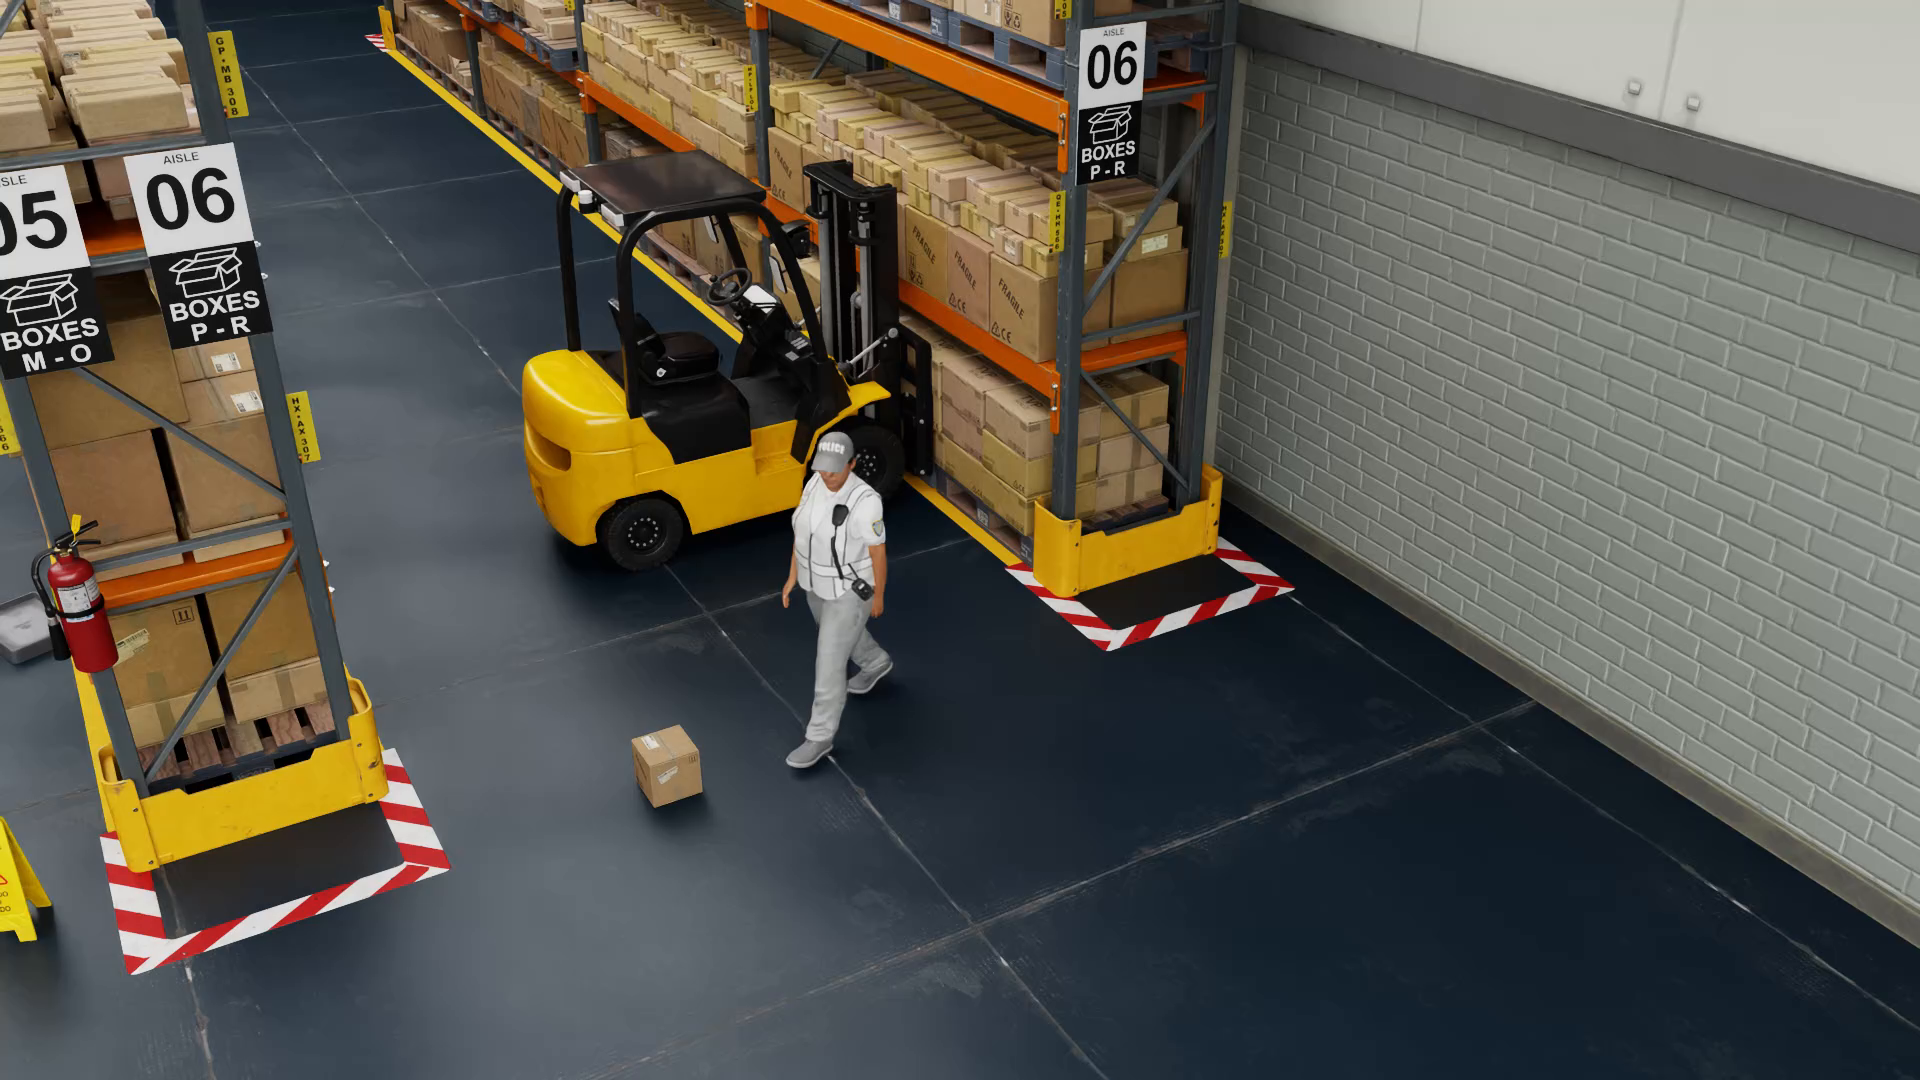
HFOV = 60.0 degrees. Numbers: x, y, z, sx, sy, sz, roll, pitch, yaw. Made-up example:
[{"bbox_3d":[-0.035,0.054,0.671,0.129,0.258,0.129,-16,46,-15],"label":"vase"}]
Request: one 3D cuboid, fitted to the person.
[{"bbox_3d":[-0.580,0.280,8.239,0.425,1.340,0.751,26,38,38],"label":"person"}]
